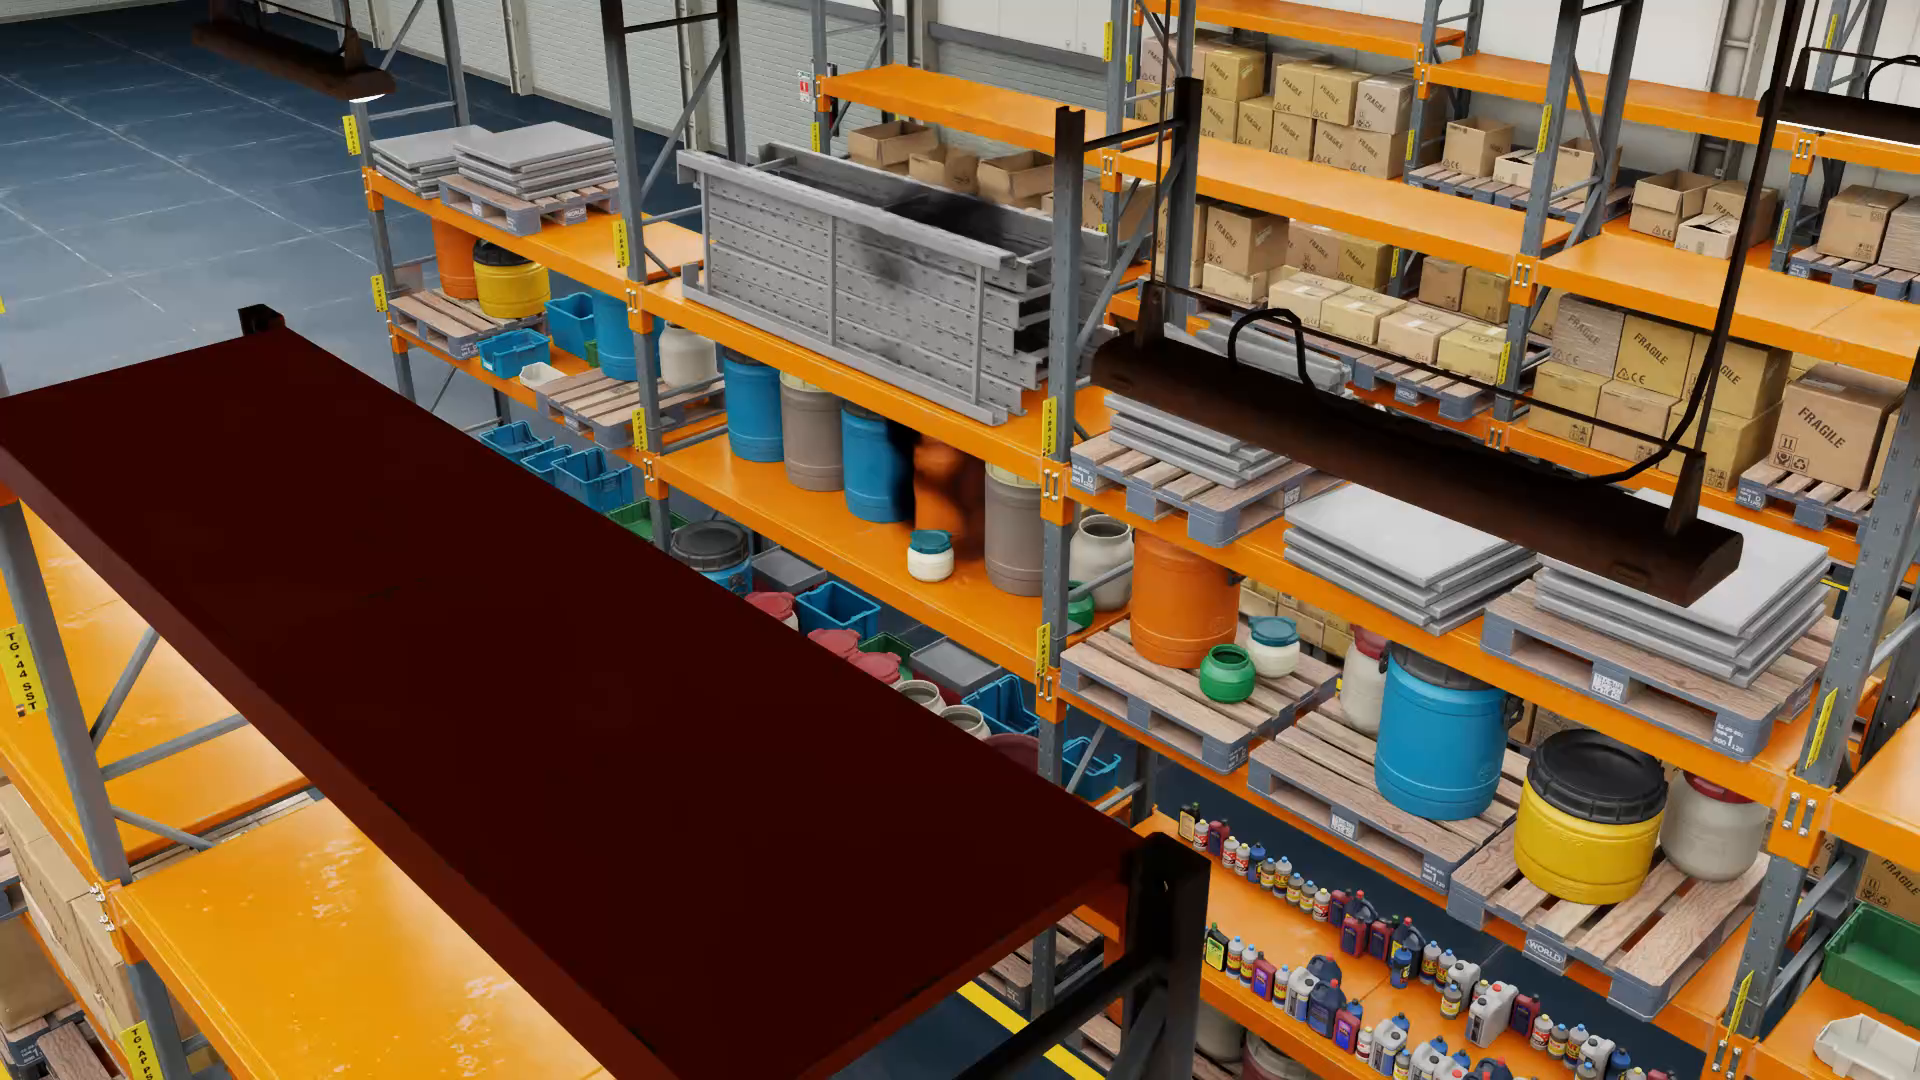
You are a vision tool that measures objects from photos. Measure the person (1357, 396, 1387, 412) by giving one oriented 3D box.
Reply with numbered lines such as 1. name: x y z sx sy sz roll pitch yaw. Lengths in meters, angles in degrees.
1. person: 3.902 -0.742 16.393 0.640 1.836 0.727 -23 36 -36

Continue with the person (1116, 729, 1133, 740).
1. person: 1.641 0.859 12.712 0.871 1.837 0.657 17 33 29
